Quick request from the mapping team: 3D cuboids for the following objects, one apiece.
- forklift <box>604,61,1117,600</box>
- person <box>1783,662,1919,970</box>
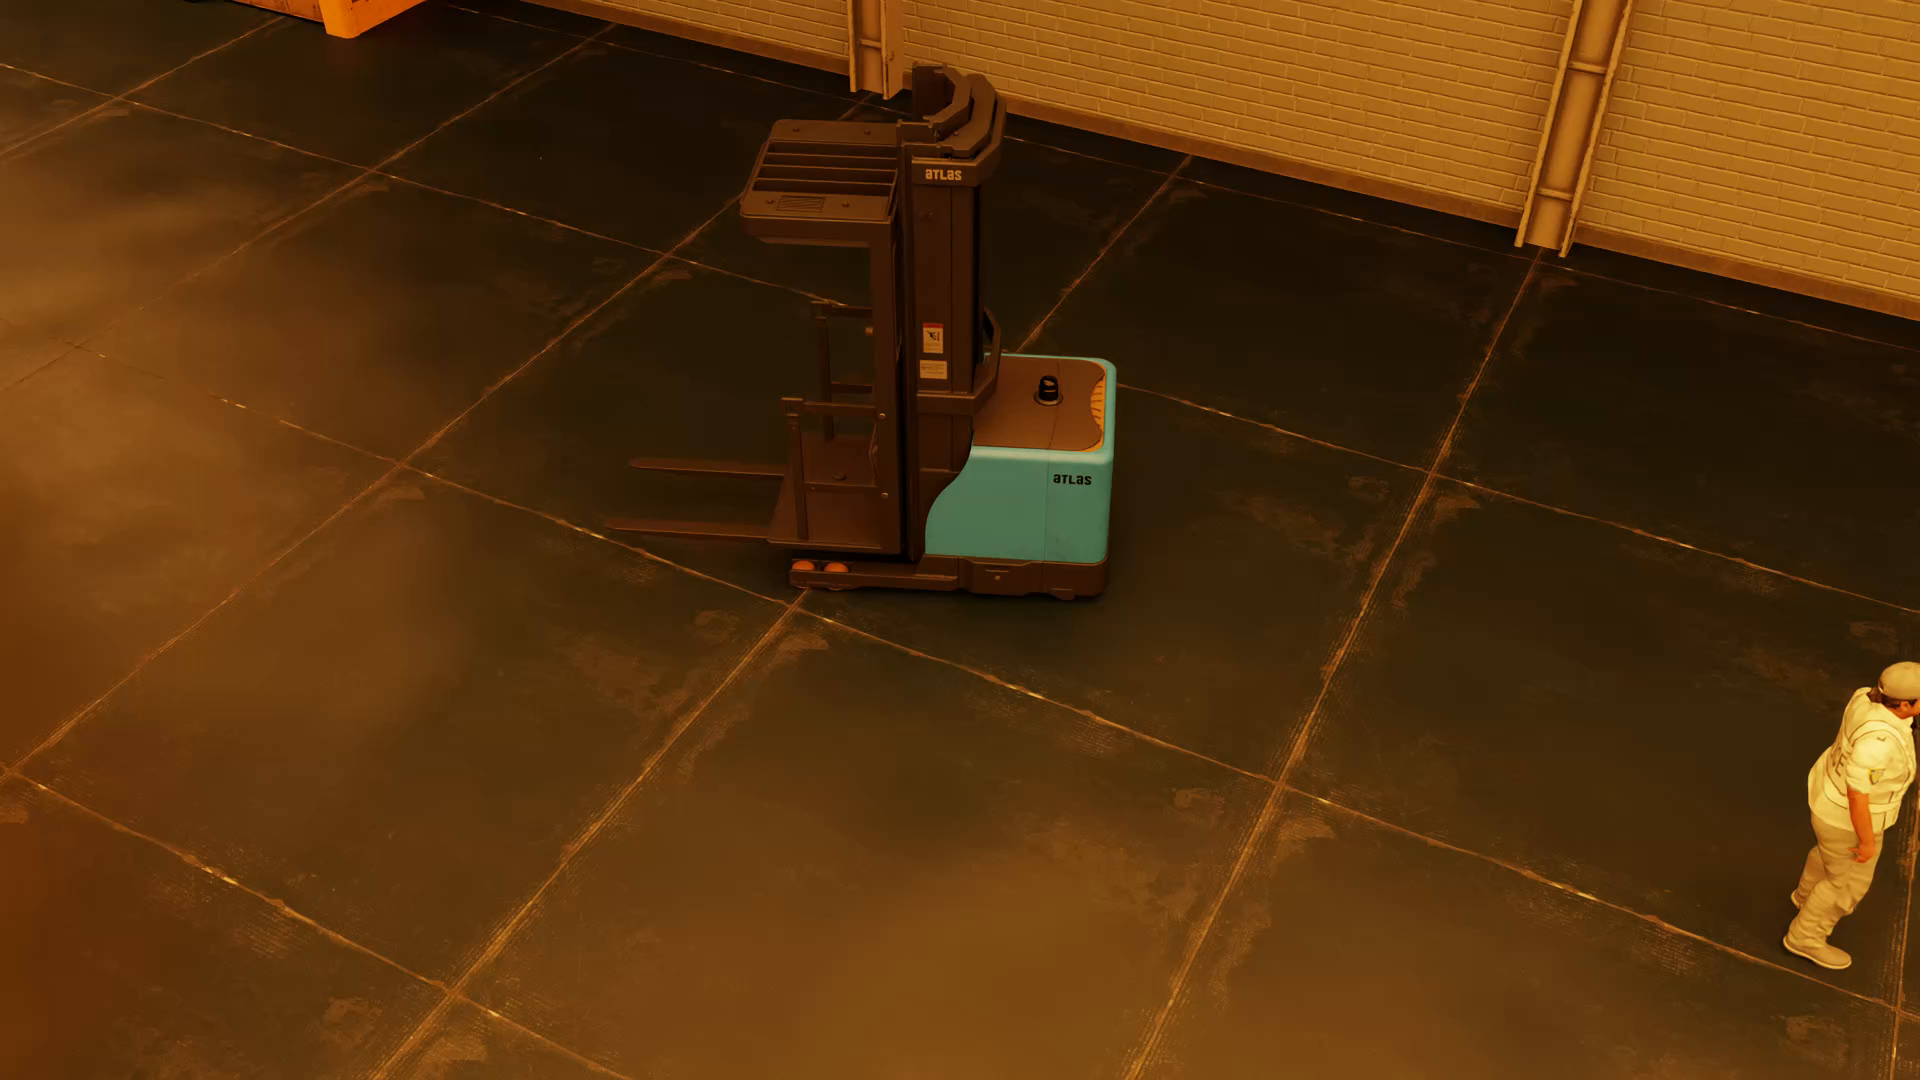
[{"bbox_3d":[-0.606,-1.157,9.360,3.031,2.935,1.130,3,40,4],"label":"forklift"},{"bbox_3d":[4.086,1.219,7.538,0.470,1.688,0.558,14,42,16],"label":"person"}]
